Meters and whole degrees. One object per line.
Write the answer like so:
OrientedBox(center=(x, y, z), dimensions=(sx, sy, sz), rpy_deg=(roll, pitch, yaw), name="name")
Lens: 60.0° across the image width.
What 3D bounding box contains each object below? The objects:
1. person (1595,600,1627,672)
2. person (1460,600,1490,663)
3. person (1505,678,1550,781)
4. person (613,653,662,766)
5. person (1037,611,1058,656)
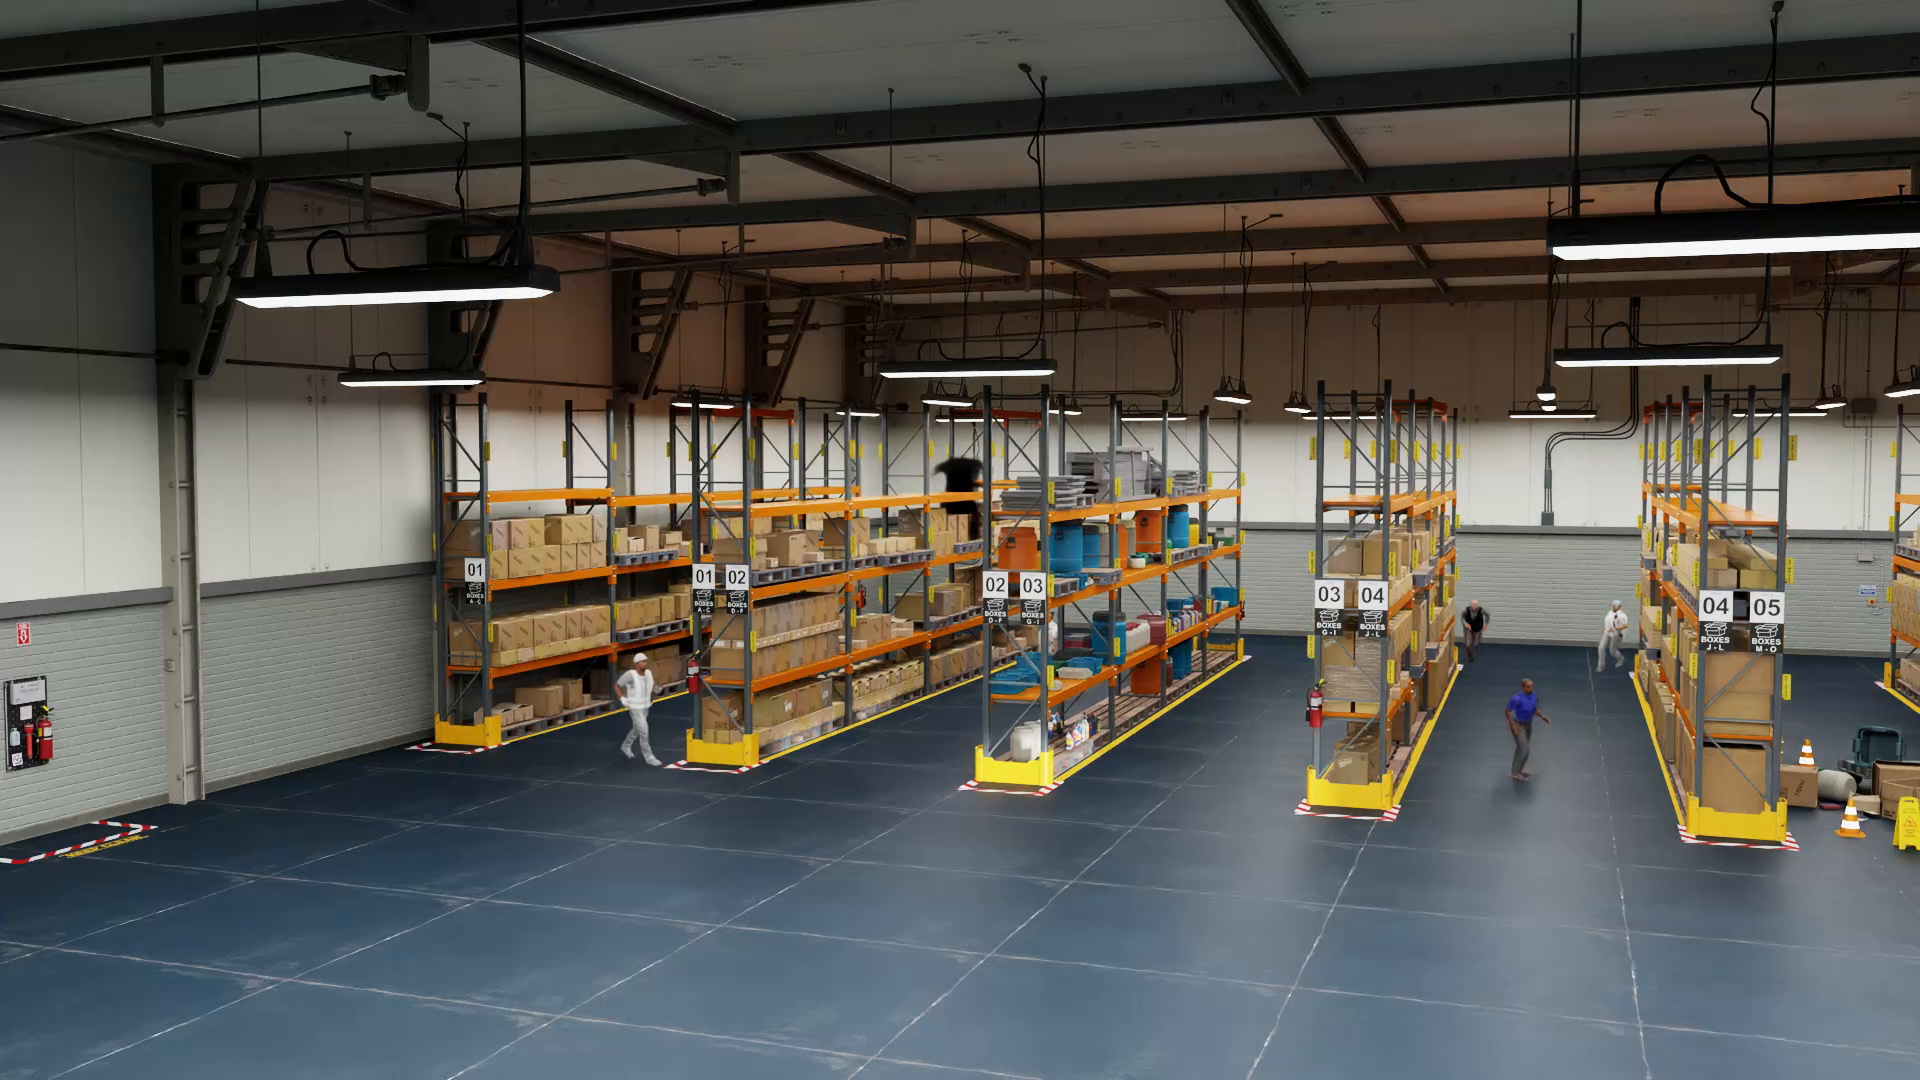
OrientedBox(center=(14.921, 2.196, 37.861), dimensions=(0.819, 1.673, 0.637), rpy_deg=(-2, 4, -30), name="person")
OrientedBox(center=(12.174, 2.150, 39.313), dimensions=(0.685, 1.535, 0.825), rpy_deg=(1, 3, 12), name="person")
OrientedBox(center=(8.643, 2.880, 25.420), dimensions=(0.644, 1.598, 0.761), rpy_deg=(-2, 4, -34), name="person")
OrientedBox(center=(-5.135, 2.673, 26.469), dimensions=(1.013, 1.760, 0.683), rpy_deg=(2, 4, 32), name="person")
OrientedBox(center=(1.811, 2.322, 34.215), dimensions=(0.515, 1.788, 0.671), rpy_deg=(-3, 4, -41), name="person")
